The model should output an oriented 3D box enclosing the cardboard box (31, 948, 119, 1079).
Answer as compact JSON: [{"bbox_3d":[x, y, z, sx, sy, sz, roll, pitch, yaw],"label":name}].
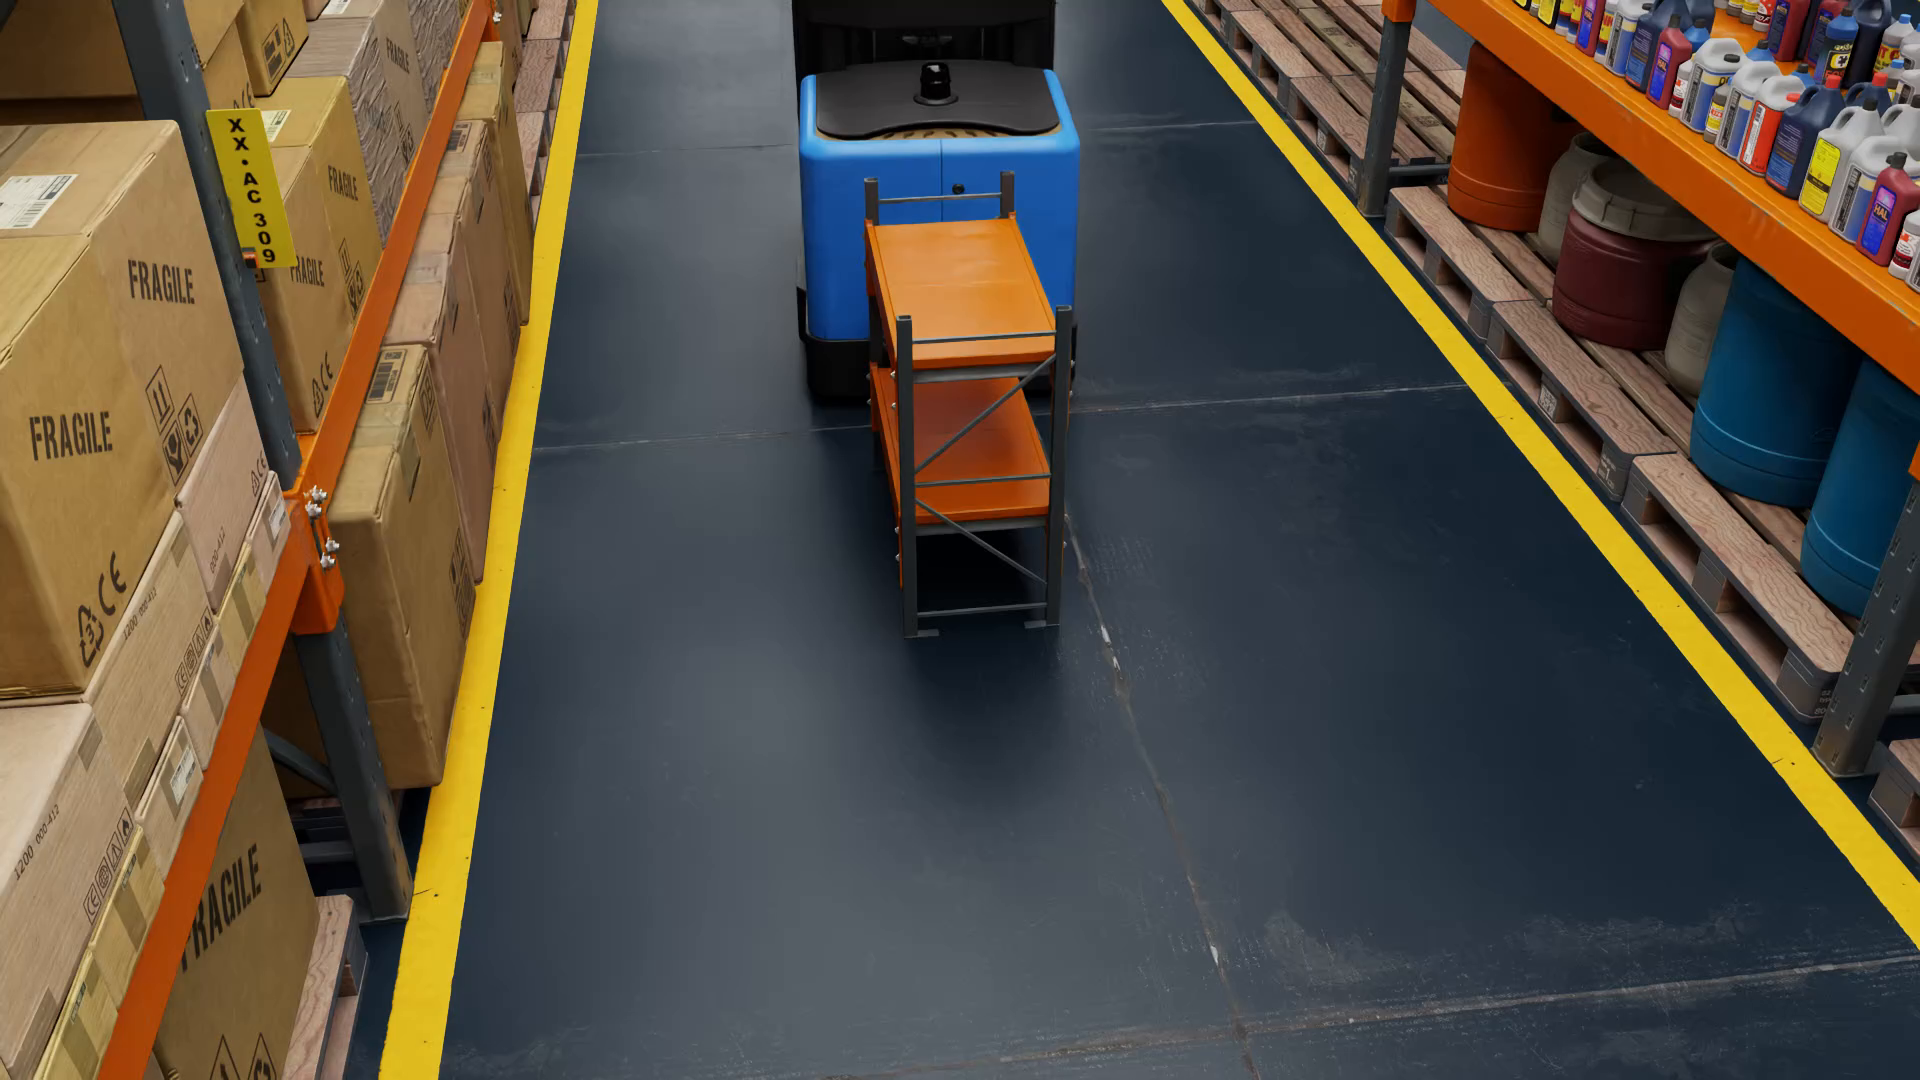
[{"bbox_3d":[-1.393,0.717,2.258,0.380,0.149,0.250,-5,35,-7],"label":"cardboard box"}]

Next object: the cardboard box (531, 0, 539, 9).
[{"bbox_3d":[-2.946,-3.518,10.078,0.700,0.500,0.500,-7,35,-10],"label":"cardboard box"}]

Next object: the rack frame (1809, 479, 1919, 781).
[{"bbox_3d":[2.977,-0.625,4.003,1.000,3.000,0.127,-4,35,-6],"label":"rack frame"}]

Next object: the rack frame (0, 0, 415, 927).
[{"bbox_3d":[-1.931,-0.250,3.453,1.000,3.000,0.127,-4,35,-6],"label":"rack frame"}]

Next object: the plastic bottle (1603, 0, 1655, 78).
[{"bbox_3d":[2.363,-1.766,5.788,0.152,0.276,0.135,-4,35,-6],"label":"plastic bottle"}]

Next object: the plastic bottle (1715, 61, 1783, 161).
[{"bbox_3d":[2.468,-1.329,5.147,0.152,0.276,0.135,-4,35,-6],"label":"plastic bottle"}]

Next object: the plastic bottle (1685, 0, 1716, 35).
[{"bbox_3d":[2.513,-1.794,5.762,0.144,0.351,0.185,-4,35,-6],"label":"plastic bottle"}]

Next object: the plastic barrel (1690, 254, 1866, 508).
[{"bbox_3d":[2.825,-0.631,5.503,0.600,0.901,0.708,-4,35,-6],"label":"plastic barrel"}]

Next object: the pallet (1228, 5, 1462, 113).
[{"bbox_3d":[2.212,-2.819,9.699,1.003,0.211,1.213,-4,35,-6],"label":"pallet"}]

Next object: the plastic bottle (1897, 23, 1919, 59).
[{"bbox_3d":[3.148,-1.572,5.507,0.097,0.271,0.097,0,34,0],"label":"plastic bottle"}]

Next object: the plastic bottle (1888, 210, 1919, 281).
[{"bbox_3d":[2.560,-0.801,4.438,0.097,0.201,0.097,0,34,0],"label":"plastic bottle"}]

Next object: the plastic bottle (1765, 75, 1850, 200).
[{"bbox_3d":[2.504,-1.196,4.885,0.144,0.351,0.185,-4,35,-6],"label":"plastic bottle"}]

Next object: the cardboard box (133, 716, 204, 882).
[{"bbox_3d":[-1.462,0.430,2.679,0.380,0.149,0.250,-4,34,-5],"label":"cardboard box"}]

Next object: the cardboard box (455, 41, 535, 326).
[{"bbox_3d":[-2.397,-1.391,6.641,1.225,0.875,0.875,-6,35,-9],"label":"cardboard box"}]

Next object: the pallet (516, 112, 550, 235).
[{"bbox_3d":[-2.573,-1.766,8.153,1.003,0.211,1.213,-4,35,-6],"label":"pallet"}]

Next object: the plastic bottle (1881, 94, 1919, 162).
[{"bbox_3d":[2.672,-1.103,4.749,0.144,0.351,0.185,-4,35,-6],"label":"plastic bottle"}]

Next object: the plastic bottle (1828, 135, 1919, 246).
[{"bbox_3d":[2.554,-0.973,4.624,0.152,0.276,0.135,-4,35,-6],"label":"plastic bottle"}]

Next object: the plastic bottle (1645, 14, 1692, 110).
[{"bbox_3d":[2.361,-1.587,5.519,0.061,0.283,0.133,-4,35,-6],"label":"plastic bottle"}]

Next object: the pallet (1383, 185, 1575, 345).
[{"bbox_3d":[2.586,-1.268,7.423,1.003,0.211,1.213,-4,35,-6],"label":"pallet"}]

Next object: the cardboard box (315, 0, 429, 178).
[{"bbox_3d":[-1.956,-1.414,5.073,0.500,0.500,0.500,-4,34,-5],"label":"cardboard box"}]

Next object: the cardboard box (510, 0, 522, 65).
[{"bbox_3d":[-2.825,-2.939,9.228,0.700,0.500,0.500,-7,35,-10],"label":"cardboard box"}]

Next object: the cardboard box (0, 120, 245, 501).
[{"bbox_3d":[-1.605,-0.384,2.853,0.500,0.500,0.500,-3,34,-5],"label":"cardboard box"}]

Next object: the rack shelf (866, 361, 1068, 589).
[{"bbox_3d":[0.001,-0.259,5.565,0.538,0.278,1.000,-4,35,-6],"label":"rack shelf"}]

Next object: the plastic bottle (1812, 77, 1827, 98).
[{"bbox_3d":[2.607,-1.272,5.067,0.097,0.271,0.097,0,34,0],"label":"plastic bottle"}]

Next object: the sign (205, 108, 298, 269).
[{"bbox_3d":[-1.382,-0.683,3.250,0.100,0.325,0.005,-4,35,-6],"label":"sign"}]

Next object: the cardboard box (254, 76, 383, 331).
[{"bbox_3d":[-1.814,-0.847,4.241,0.500,0.500,0.500,-4,35,-6],"label":"cardboard box"}]

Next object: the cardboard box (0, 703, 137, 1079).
[{"bbox_3d":[-1.471,0.489,2.237,0.500,0.250,0.500,-4,34,-5],"label":"cardboard box"}]

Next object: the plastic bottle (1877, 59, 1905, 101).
[{"bbox_3d":[3.015,-1.456,5.399,0.097,0.201,0.097,0,34,0],"label":"plastic bottle"}]

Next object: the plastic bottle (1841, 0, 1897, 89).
[{"bbox_3d":[3.092,-1.736,5.677,0.144,0.351,0.185,-4,35,-6],"label":"plastic bottle"}]

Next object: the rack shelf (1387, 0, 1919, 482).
[{"bbox_3d":[2.708,-1.444,5.843,1.077,0.370,4.000,-4,35,-6],"label":"rack shelf"}]

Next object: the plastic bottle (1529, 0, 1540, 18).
[{"bbox_3d":[2.245,-2.109,6.358,0.097,0.201,0.097,0,34,0],"label":"plastic bottle"}]

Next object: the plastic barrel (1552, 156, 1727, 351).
[{"bbox_3d":[2.673,-1.132,6.516,0.600,0.588,0.708,-4,35,-6],"label":"plastic barrel"}]

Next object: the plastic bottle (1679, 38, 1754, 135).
[{"bbox_3d":[2.437,-1.459,5.337,0.152,0.276,0.135,-4,35,-6],"label":"plastic bottle"}]

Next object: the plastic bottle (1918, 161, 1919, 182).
[{"bbox_3d":[2.675,-0.962,4.674,0.097,0.201,0.097,0,34,0],"label":"plastic bottle"}]

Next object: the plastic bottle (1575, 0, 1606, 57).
[{"bbox_3d":[2.287,-1.894,5.970,0.061,0.283,0.133,-4,35,-6],"label":"plastic bottle"}]

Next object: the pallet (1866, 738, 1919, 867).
[{"bbox_3d":[3.114,0.935,4.191,1.003,0.211,1.213,-4,35,-6],"label":"pallet"}]

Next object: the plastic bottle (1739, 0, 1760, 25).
[{"bbox_3d":[3.023,-2.061,6.287,0.097,0.201,0.097,0,34,0],"label":"plastic bottle"}]

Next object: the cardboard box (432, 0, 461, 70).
[{"bbox_3d":[-2.096,-1.988,5.915,0.500,0.500,0.500,-5,35,-7],"label":"cardboard box"}]

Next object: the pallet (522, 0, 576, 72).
[{"bbox_3d":[-2.901,-3.127,10.151,1.003,0.211,1.213,-4,35,-6],"label":"pallet"}]

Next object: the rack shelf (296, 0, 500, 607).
[{"bbox_3d":[-2.200,-1.068,5.293,1.077,0.370,4.000,-4,35,-6],"label":"rack shelf"}]

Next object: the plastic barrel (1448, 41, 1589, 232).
[{"bbox_3d":[2.521,-1.862,7.373,0.600,0.830,0.708,-4,35,-6],"label":"plastic barrel"}]

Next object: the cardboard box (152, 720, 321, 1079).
[{"bbox_3d":[-1.922,0.829,3.383,0.875,0.875,0.875,-4,35,-6],"label":"cardboard box"}]

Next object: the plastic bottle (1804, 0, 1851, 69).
[{"bbox_3d":[3.052,-1.795,5.824,0.061,0.283,0.133,-4,35,-6],"label":"plastic bottle"}]

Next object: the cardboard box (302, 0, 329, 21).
[{"bbox_3d":[-2.205,-1.791,4.735,0.797,0.503,0.637,-3,34,-5],"label":"cardboard box"}]

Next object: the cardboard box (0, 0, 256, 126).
[{"bbox_3d":[-2.026,-1.061,3.664,0.797,0.503,0.637,-5,35,-8],"label":"cardboard box"}]

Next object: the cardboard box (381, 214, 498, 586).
[{"bbox_3d":[-2.158,-0.399,5.186,1.225,0.875,0.875,-6,35,-8],"label":"cardboard box"}]

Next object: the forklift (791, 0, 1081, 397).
[{"bbox_3d":[-0.168,-2.573,6.923,1.130,2.935,3.031,-2,34,-3],"label":"forklift"}]

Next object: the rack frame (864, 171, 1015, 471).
[{"bbox_3d":[-0.067,-0.745,5.844,0.500,1.125,0.032,-4,35,-6],"label":"rack frame"}]

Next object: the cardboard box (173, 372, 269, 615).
[{"bbox_3d":[-1.612,-0.084,3.079,0.500,0.250,0.500,-5,35,-7],"label":"cardboard box"}]

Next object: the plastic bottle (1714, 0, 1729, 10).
[{"bbox_3d":[2.997,-2.198,6.427,0.097,0.271,0.097,0,34,0],"label":"plastic bottle"}]

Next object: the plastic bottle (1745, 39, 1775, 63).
[{"bbox_3d":[2.558,-1.477,5.368,0.097,0.271,0.097,0,34,0],"label":"plastic bottle"}]

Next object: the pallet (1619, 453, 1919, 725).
[{"bbox_3d":[2.914,0.094,5.425,1.003,0.211,1.213,-4,35,-6],"label":"pallet"}]

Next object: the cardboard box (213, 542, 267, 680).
[{"bbox_3d":[-1.531,0.143,3.099,0.380,0.149,0.250,-4,34,-5],"label":"cardboard box"}]

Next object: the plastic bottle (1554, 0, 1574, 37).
[{"bbox_3d":[2.276,-2.010,6.150,0.097,0.271,0.097,0,34,0],"label":"plastic bottle"}]

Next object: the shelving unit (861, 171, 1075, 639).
[{"bbox_3d":[0.001,-0.461,5.428,0.538,1.125,1.048,-4,35,-6],"label":"shelving unit"}]
